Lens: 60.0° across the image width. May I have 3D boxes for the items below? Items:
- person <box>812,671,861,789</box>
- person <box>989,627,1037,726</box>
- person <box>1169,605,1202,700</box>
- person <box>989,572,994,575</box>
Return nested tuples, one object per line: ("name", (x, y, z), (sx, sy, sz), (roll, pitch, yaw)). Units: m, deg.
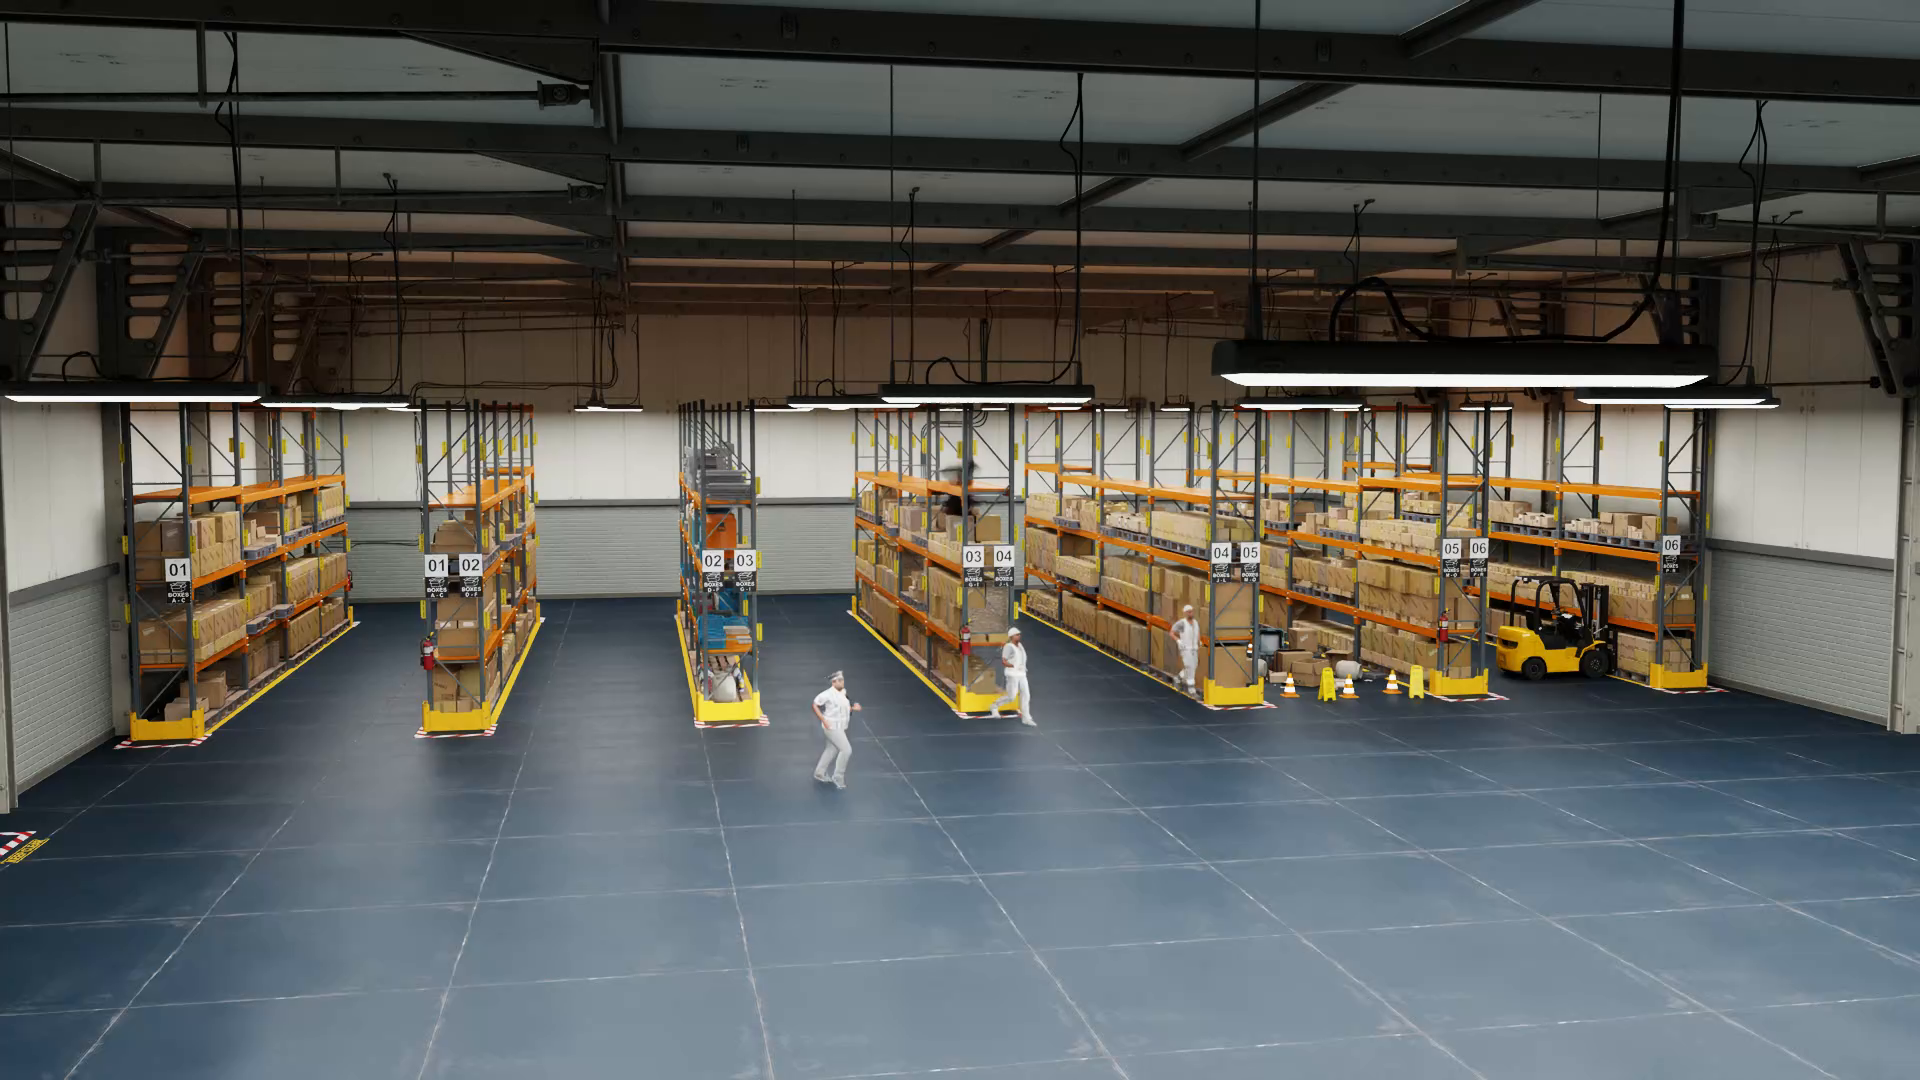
("person", (-1.903, 2.928, 25.628), (0.777, 1.860, 0.624), (1, 5, 18))
("person", (1.002, 2.480, 30.261), (0.958, 1.776, 0.693), (3, 5, 32))
("person", (4.402, 2.147, 32.175), (0.711, 1.796, 0.806), (-3, 5, -34))
("person", (0.878, 1.326, 46.850), (0.722, 1.850, 0.764), (0, 4, -6))
